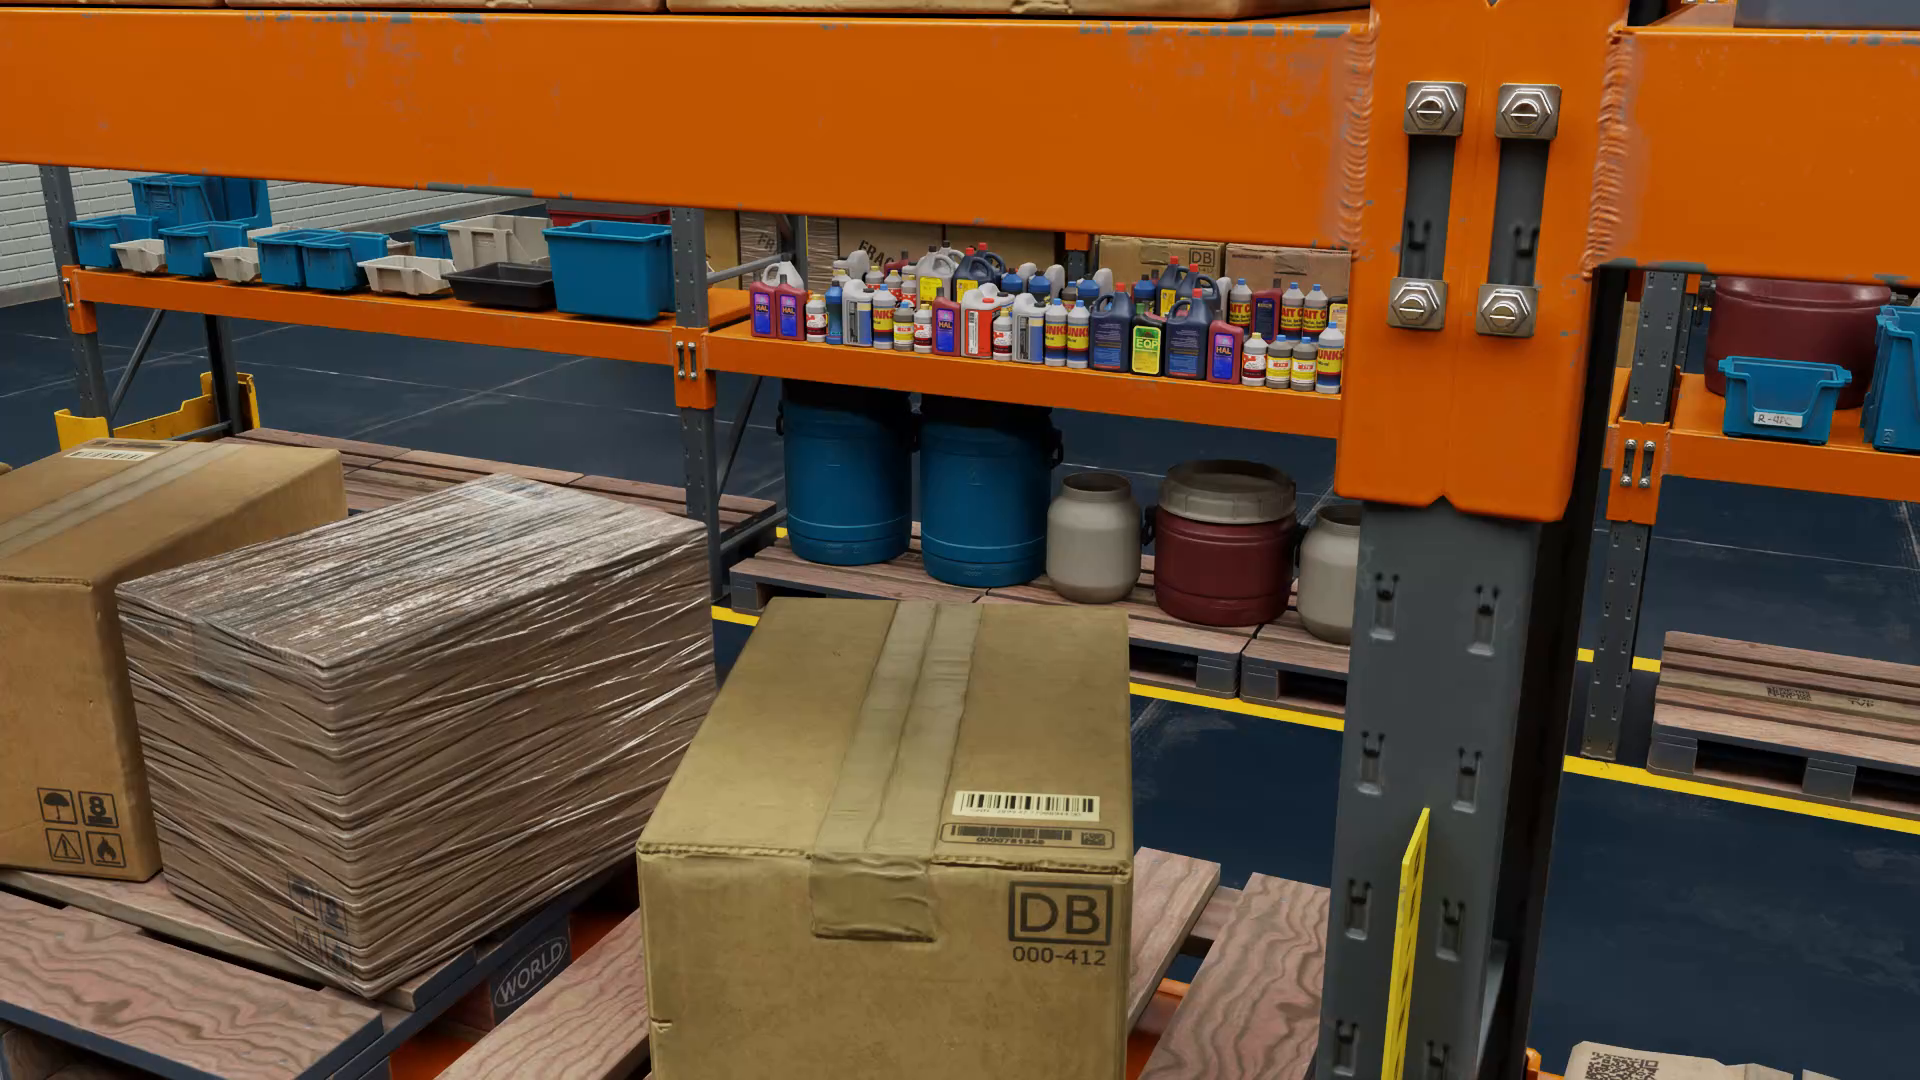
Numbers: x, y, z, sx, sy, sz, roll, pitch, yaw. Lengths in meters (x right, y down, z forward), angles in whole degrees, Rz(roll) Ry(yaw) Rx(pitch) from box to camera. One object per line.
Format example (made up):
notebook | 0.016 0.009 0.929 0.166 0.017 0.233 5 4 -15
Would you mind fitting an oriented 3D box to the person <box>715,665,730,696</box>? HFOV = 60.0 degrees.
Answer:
person | -0.854 0.733 5.152 0.519 0.965 0.854 8 20 22
